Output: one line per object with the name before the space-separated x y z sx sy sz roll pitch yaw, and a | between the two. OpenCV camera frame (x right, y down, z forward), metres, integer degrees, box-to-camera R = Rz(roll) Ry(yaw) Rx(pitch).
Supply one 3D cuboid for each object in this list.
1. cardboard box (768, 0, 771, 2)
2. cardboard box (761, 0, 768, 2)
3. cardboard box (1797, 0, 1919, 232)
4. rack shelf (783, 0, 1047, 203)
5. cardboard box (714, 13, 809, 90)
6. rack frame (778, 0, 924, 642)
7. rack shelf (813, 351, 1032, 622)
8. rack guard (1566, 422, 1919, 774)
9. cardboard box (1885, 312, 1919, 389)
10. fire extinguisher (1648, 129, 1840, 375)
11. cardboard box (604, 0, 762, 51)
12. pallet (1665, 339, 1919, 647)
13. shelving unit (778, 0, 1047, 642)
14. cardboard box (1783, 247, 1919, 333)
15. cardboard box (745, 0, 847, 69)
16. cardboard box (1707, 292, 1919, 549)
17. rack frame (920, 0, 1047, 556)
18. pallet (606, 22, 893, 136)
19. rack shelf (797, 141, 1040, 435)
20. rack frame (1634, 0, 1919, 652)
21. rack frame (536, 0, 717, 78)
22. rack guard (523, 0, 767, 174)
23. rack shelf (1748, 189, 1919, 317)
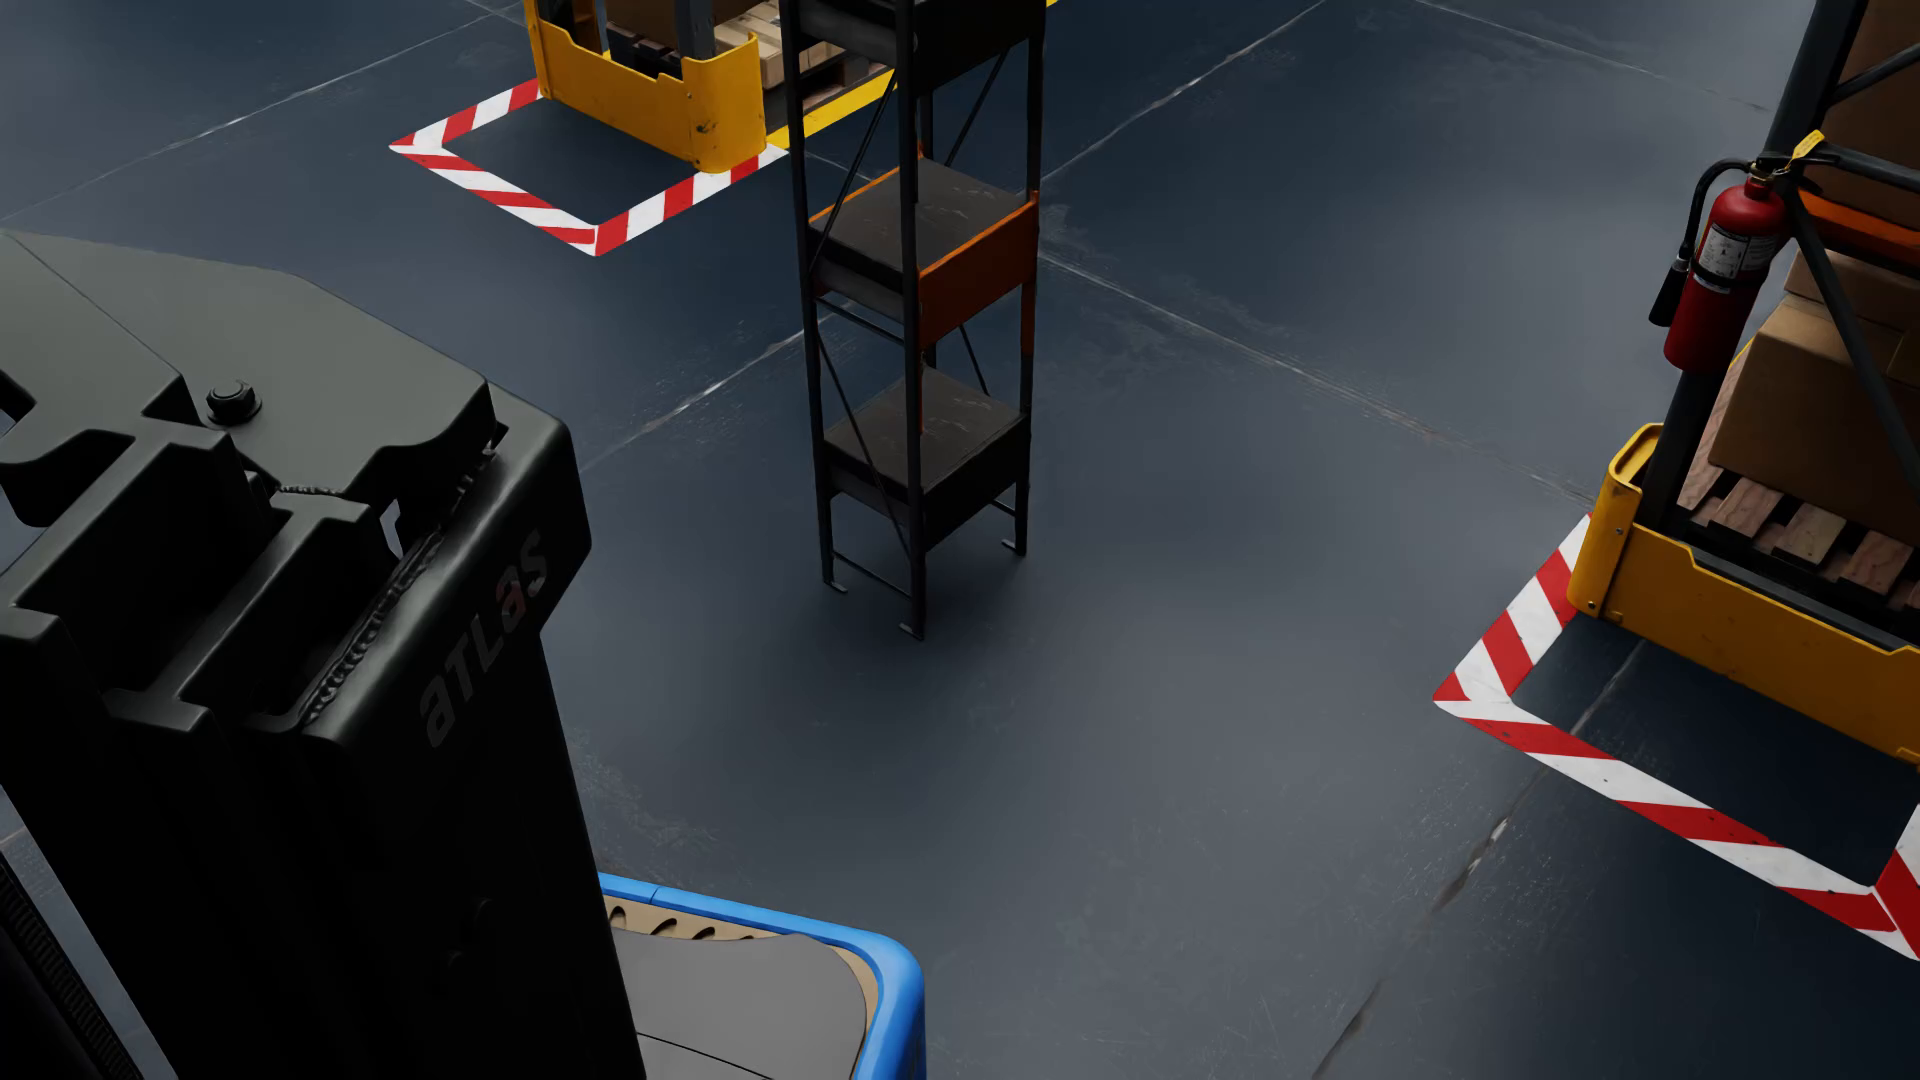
cardboard box | -0.515 -2.478 7.462 0.500 0.250 0.500 29 50 28
cardboard box | -0.913 -2.588 7.646 0.380 0.166 0.250 29 50 28
cardboard box | 2.711 -1.153 4.065 0.980 0.700 0.700 32 51 30
rack shelf | -0.107 -1.199 3.988 0.431 0.518 0.480 29 50 28
cardboard box | -0.871 -2.092 7.114 0.380 0.149 0.250 29 50 28
rack frame | -0.264 -0.566 4.312 0.400 2.100 0.015 29 50 28
rack shelf | -0.107 -0.164 4.930 0.431 0.518 0.480 29 50 28
rack guard | 2.375 0.162 4.700 1.175 0.500 0.348 29 50 28
cardboard box | 2.837 -0.498 4.632 0.380 0.149 0.250 30 50 29
fire extinguisher | 1.940 -0.730 4.158 0.296 0.674 0.183 29 50 28
cardboard box | -1.242 -2.542 7.347 0.500 0.500 0.500 29 50 28
pallet | 2.845 -0.189 5.301 1.003 0.211 1.213 29 50 28
shelving unit | -0.107 -0.692 4.450 0.431 2.100 0.503 29 50 28
cardboard box | 2.707 -0.794 4.957 0.380 0.149 0.250 29 50 28
cardboard box | -0.710 -2.228 7.249 0.380 0.166 0.250 29 50 28
cardboard box | 2.764 -0.409 5.016 0.700 0.500 0.500 29 50 28
rack frame | 0.050 -0.817 4.588 0.400 2.100 0.015 29 50 28
pallet | -0.842 -2.336 7.662 1.003 0.211 1.213 29 50 28
rack shelf | -0.107 -0.682 4.459 0.431 0.518 0.480 29 50 28
rack frame | 2.390 -0.775 3.872 1.000 3.000 0.127 29 50 28
rack frame | -1.404 -2.918 6.229 1.000 3.000 0.127 29 50 28
rack guard | -1.355 -2.032 7.113 1.175 0.500 0.348 29 50 28
rack shelf | 3.678 -1.538 5.247 1.077 0.370 4.000 29 50 28
